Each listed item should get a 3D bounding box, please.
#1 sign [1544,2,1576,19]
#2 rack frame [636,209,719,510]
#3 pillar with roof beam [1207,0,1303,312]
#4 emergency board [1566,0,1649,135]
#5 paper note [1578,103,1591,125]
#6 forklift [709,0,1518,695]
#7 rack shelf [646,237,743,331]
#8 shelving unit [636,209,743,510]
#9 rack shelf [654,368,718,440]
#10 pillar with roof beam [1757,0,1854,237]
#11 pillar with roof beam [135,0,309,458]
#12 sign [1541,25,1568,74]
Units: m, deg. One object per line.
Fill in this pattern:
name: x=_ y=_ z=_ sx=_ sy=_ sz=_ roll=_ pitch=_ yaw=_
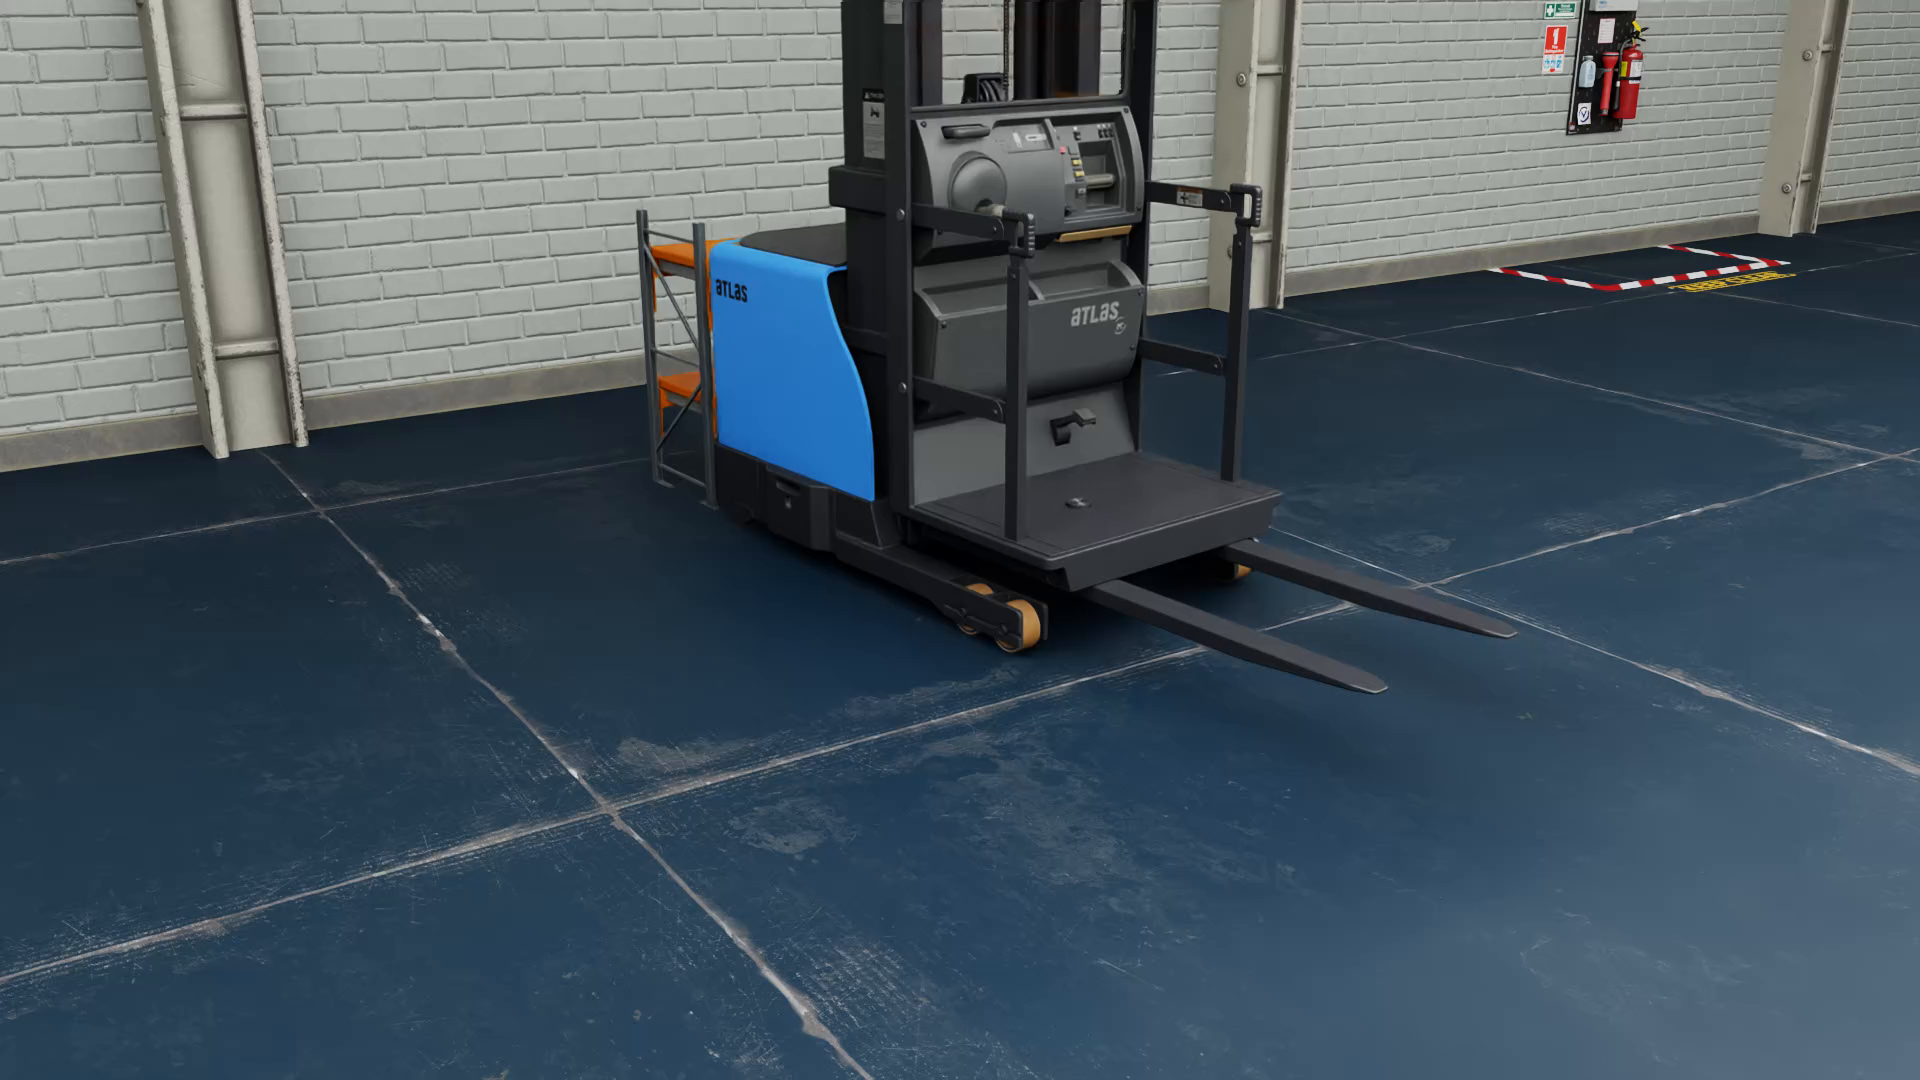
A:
sign: x=4.239 y=-3.740 z=11.740 sx=0.331 sy=0.109 sz=0.001 roll=-12 pitch=22 yaw=-31
rack frame: x=-1.125 y=-0.720 z=6.618 sx=0.032 sy=1.125 sz=0.500 roll=-14 pitch=23 yaw=-35
pillar with roof beam: x=4.190 y=-4.602 z=5.806 sx=0.400 sy=9.000 sz=9.100 roll=-12 pitch=22 yaw=-31
emergency board: x=4.749 y=-3.543 z=12.042 sx=0.643 sy=1.169 sz=0.194 roll=-12 pitch=22 yaw=-31
paper note: x=4.563 y=-3.113 z=12.145 sx=0.142 sy=0.148 sz=0.016 roll=-12 pitch=22 yaw=-31
forklift: x=0.380 y=-1.217 z=5.267 sx=1.130 sy=2.935 sz=3.031 roll=-15 pitch=24 yaw=-37
rack shelf: x=-0.723 y=-1.097 z=6.819 sx=1.000 sy=0.278 sz=0.538 roll=-14 pitch=23 yaw=-35
shelving unit: x=-0.723 y=-0.820 z=6.913 sx=1.048 sy=1.125 sz=0.538 roll=-14 pitch=23 yaw=-35
rack shelf: x=-0.723 y=-0.588 z=6.991 sx=1.000 sy=0.278 sz=0.538 roll=-14 pitch=23 yaw=-35
pillar with roof beam: x=9.201 y=-5.659 z=8.932 sx=0.400 sy=9.000 sz=9.100 roll=-12 pitch=22 yaw=-31
pillar with roof beam: x=-0.821 y=-3.545 z=2.680 sx=0.400 sy=9.000 sz=9.100 roll=-12 pitch=22 yaw=-31
sign: x=4.230 y=-3.490 z=11.829 sx=0.234 sy=0.329 sz=0.001 roll=-12 pitch=22 yaw=-31
